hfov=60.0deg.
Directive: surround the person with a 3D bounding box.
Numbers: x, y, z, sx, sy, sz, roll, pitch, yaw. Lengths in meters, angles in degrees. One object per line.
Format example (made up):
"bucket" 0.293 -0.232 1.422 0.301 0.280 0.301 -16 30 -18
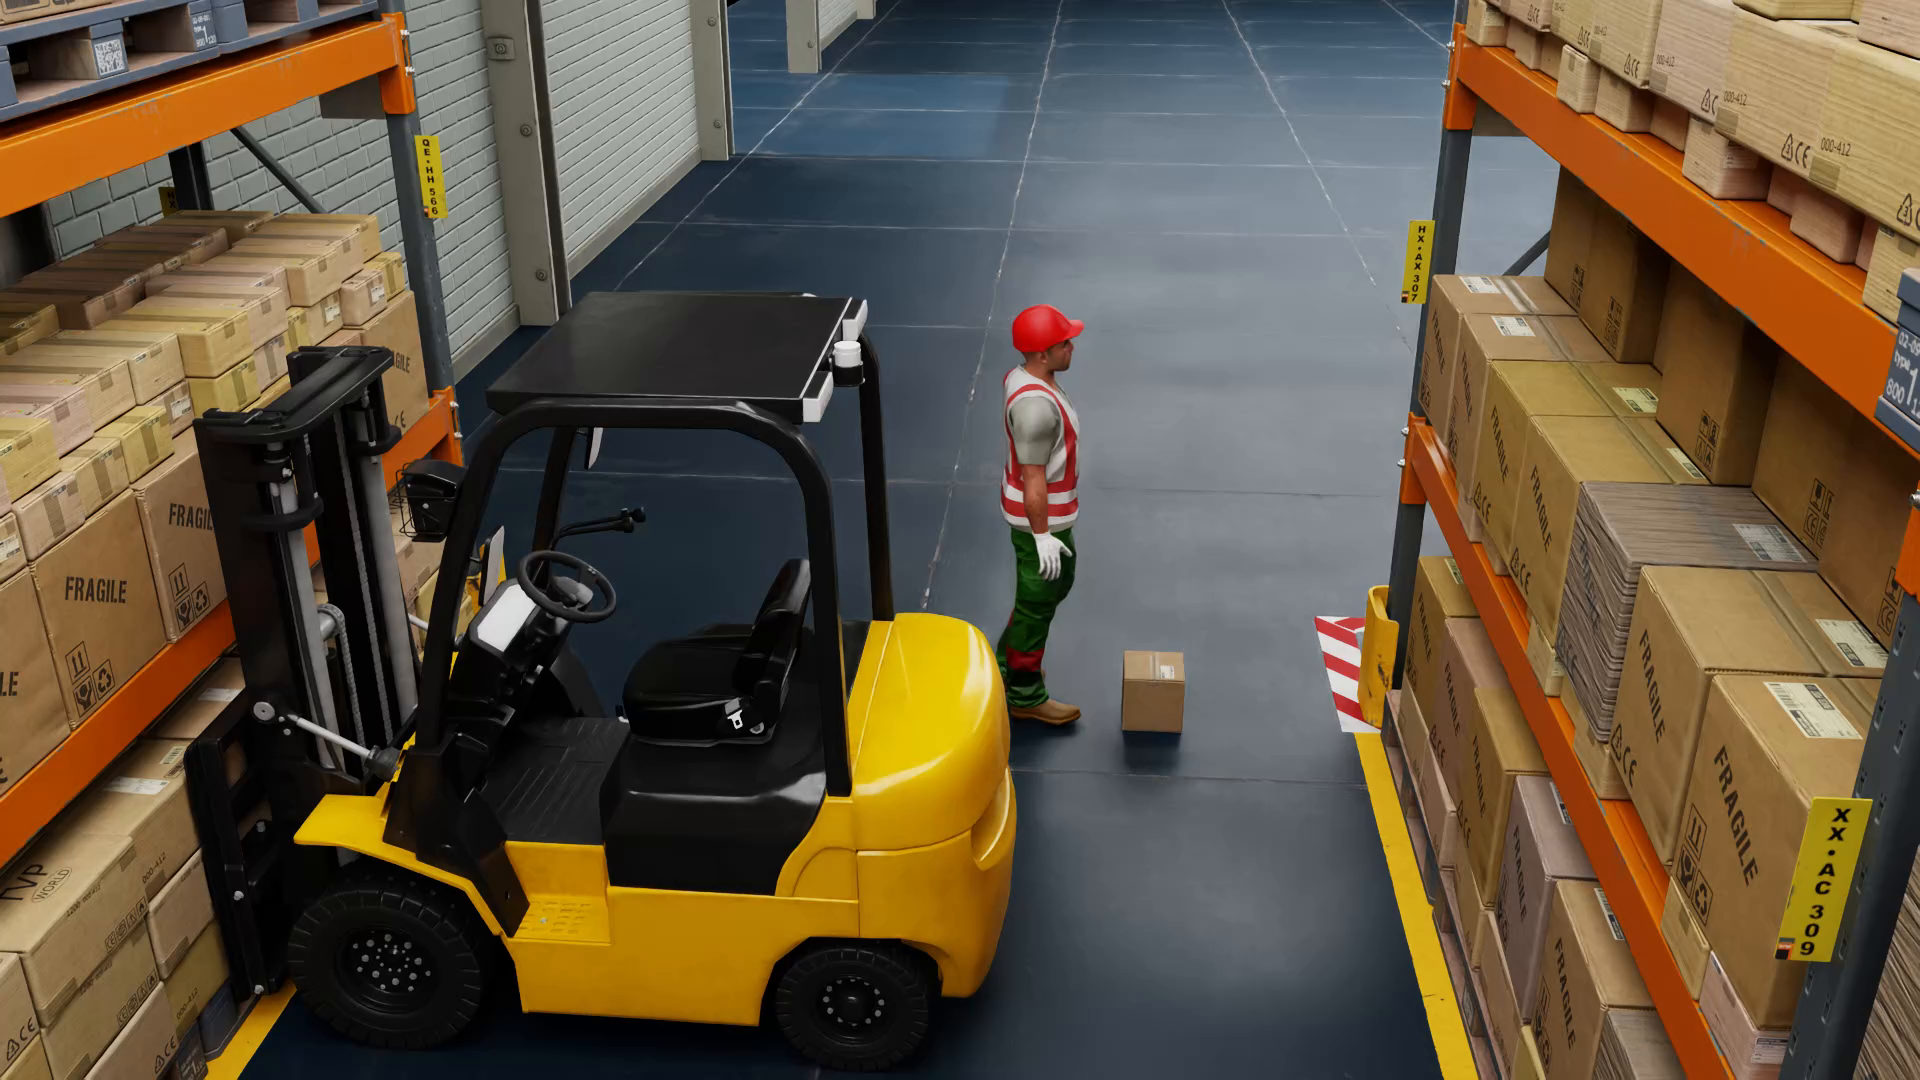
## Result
"person" 0.315 -0.093 6.739 0.390 1.790 0.560 0 24 0
